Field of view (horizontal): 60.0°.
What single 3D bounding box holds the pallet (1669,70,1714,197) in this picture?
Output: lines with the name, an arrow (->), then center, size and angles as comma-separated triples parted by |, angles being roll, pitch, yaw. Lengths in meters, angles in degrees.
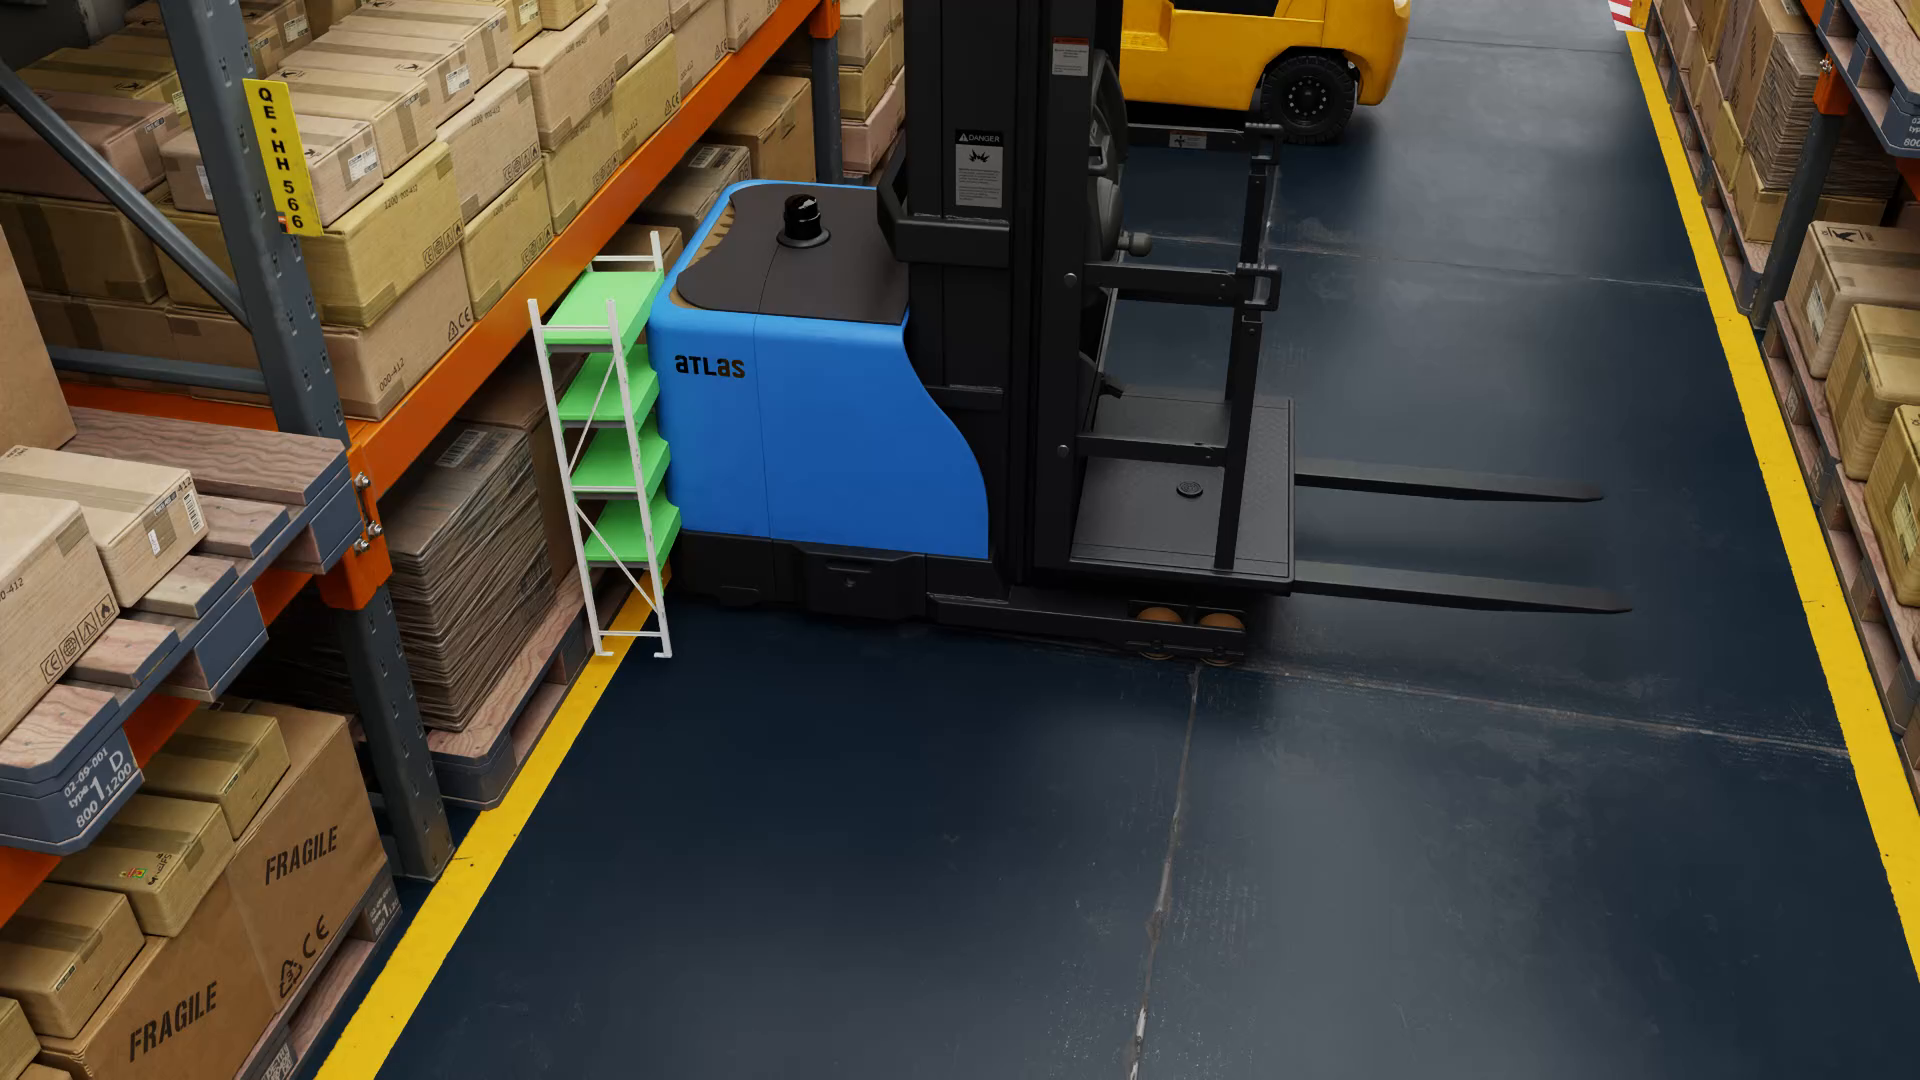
pallet -> 4.186, -2.021, 8.358 | 1.003, 0.211, 1.213 | 7, 37, 10

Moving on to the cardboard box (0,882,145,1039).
cardboard box -> -1.871, 0.815, 3.290 | 0.380, 0.149, 0.250 | 6, 36, 8

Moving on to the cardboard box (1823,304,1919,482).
cardboard box -> 3.559, -0.451, 5.698 | 0.950, 0.372, 0.625 | 10, 37, 13

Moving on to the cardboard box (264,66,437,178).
cardboard box -> -1.474, -0.988, 3.919 | 0.380, 0.149, 0.250 | 8, 37, 11

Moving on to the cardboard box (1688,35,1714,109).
cardboard box -> 4.010, -2.375, 8.456 | 0.500, 0.250, 0.500 | 10, 37, 13

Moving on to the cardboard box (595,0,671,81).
cardboard box -> -1.230, -1.632, 5.147 | 0.500, 0.250, 0.500 | 8, 37, 11

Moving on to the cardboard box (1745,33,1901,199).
cardboard box -> 3.683, -1.792, 7.013 | 0.500, 0.500, 0.500 | 7, 36, 9

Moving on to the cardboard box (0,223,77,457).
cardboard box -> -2.148, -0.321, 3.193 | 0.500, 0.500, 0.500 | 9, 37, 12

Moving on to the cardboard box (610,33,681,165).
cardboard box -> -1.224, -1.430, 5.294 | 0.500, 0.250, 0.500 | 8, 37, 11

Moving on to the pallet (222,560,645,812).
pallet -> -1.672, 0.276, 5.189 | 1.003, 0.211, 1.213 | 7, 37, 10

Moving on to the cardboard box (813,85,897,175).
cardboard box -> -0.605, -1.971, 7.899 | 0.500, 0.250, 0.500 | 8, 37, 10

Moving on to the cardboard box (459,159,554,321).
cardboard box -> -1.440, -0.836, 4.476 | 0.500, 0.250, 0.500 | 7, 36, 9

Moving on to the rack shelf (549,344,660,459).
rack shelf -> -1.023, -0.427, 4.966 | 0.258, 0.148, 0.480 | 1, 33, 6

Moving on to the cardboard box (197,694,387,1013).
cardboard box -> -1.766, 0.726, 3.965 | 0.500, 0.500, 0.500 | 8, 37, 11

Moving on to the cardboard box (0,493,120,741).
cardboard box -> -1.795, 0.151, 2.756 | 0.500, 0.250, 0.500 | 6, 36, 8

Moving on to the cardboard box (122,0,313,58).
cardboard box -> -1.968, -1.355, 4.425 | 0.380, 0.149, 0.250 | 7, 36, 9

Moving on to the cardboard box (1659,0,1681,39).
cardboard box -> 4.231, -2.981, 9.292 | 0.500, 0.250, 0.500 | 7, 37, 10

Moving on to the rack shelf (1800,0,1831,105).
rack shelf -> 4.246, -2.914, 7.828 | 1.077, 0.370, 4.000 | 7, 37, 10

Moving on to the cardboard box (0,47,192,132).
cardboard box -> -2.067, -1.065, 4.025 | 0.380, 0.149, 0.250 | 8, 37, 11

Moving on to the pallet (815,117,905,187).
pallet -> -0.821, -2.000, 8.330 | 1.003, 0.211, 1.213 | 7, 37, 10

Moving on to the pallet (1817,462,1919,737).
pallet -> 3.395, 0.218, 5.269 | 1.003, 0.211, 1.213 | 7, 37, 10

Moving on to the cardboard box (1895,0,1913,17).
cardboard box -> 3.392, -1.850, 5.602 | 0.380, 0.149, 0.250 | 8, 37, 11

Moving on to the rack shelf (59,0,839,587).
rack shelf -> -1.459, -1.241, 5.519 | 1.077, 0.370, 4.000 | 7, 37, 10

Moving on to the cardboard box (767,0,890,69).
cardboard box -> -0.621, -2.378, 7.609 | 0.500, 0.250, 0.500 | 7, 36, 9

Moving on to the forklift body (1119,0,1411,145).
forklift body -> 1.200, -3.313, 8.488 | 2.313, 2.155, 1.214 | 7, 37, 10

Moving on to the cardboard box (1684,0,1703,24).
cardboard box -> 4.119, -2.971, 8.639 | 0.500, 0.500, 0.500 | 6, 36, 8

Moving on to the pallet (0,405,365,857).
pallet -> -1.962, 0.089, 3.234 | 1.213, 0.211, 1.003 | 7, 37, 10

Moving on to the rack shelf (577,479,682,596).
rack shelf -> -1.004, -0.022, 5.223 | 0.258, 0.148, 0.480 | 1, 33, 6

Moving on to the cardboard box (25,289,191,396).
cardboard box -> -2.040, -0.615, 4.170 | 0.500, 0.250, 0.500 | 7, 36, 9

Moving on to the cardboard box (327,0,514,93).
cardboard box -> -1.401, -1.290, 4.335 | 0.380, 0.149, 0.250 | 8, 37, 10

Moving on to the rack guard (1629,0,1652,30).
rack guard -> 4.657, -3.296, 9.872 | 1.175, 0.500, 0.348 | 7, 37, 10

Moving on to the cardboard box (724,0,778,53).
cardboard box -> -0.985, -2.007, 6.092 | 0.500, 0.250, 0.500 | 7, 37, 10

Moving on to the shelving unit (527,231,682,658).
shelving unit -> -1.016, -0.278, 5.061 | 0.258, 1.200, 0.503 | 1, 33, 6

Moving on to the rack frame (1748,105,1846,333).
rack frame -> 3.819, -2.059, 6.035 | 1.000, 3.000, 0.127 | 7, 37, 10

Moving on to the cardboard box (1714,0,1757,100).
cardboard box -> 3.898, -2.376, 7.819 | 0.500, 0.500, 0.500 | 9, 37, 12

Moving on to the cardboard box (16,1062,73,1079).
cardboard box -> -1.992, 1.312, 3.156 | 0.500, 0.500, 0.500 | 9, 37, 12

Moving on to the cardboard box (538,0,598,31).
cardboard box -> -1.264, -1.576, 4.730 | 0.380, 0.149, 0.250 | 8, 37, 11

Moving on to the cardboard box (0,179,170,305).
cardboard box -> -2.061, -0.820, 4.027 | 0.500, 0.250, 0.500 | 8, 37, 11

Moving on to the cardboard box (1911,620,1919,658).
cardboard box -> 3.244, 0.382, 4.549 | 0.950, 0.372, 0.625 | 7, 36, 9

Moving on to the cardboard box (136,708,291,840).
cardboard box -> -1.744, 0.509, 3.711 | 0.380, 0.149, 0.250 | 6, 36, 8

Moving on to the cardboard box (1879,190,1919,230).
cardboard box -> 4.208, -1.420, 7.138 | 0.500, 0.250, 0.500 | 6, 36, 8

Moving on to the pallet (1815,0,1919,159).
pallet -> 3.513, -1.561, 5.511 | 1.003, 0.211, 1.213 | 7, 37, 10

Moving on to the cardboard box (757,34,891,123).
cardboard box -> -0.626, -2.177, 7.756 | 0.500, 0.250, 0.500 | 7, 37, 10

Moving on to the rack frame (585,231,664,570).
rack frame -> -0.994, -0.409, 5.265 | 0.240, 1.200, 0.015 | 1, 33, 6

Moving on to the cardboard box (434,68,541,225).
cardboard box -> -1.444, -1.038, 4.328 | 0.500, 0.250, 0.500 | 8, 37, 11

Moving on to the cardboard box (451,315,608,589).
cardboard box -> -1.607, -0.326, 5.309 | 0.875, 0.625, 0.625 | 8, 37, 11

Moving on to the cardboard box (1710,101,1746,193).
cardboard box -> 3.786, -1.795, 7.655 | 0.500, 0.250, 0.500 | 6, 36, 9

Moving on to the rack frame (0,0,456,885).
rack frame -> -1.886, -0.386, 3.726 | 1.000, 3.000, 0.127 | 7, 37, 10

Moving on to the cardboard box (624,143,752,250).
cardboard box -> -1.305, -1.143, 6.437 | 0.875, 0.625, 0.625 | 7, 37, 9

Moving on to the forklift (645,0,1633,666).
forklift -> 0.615, -1.128, 4.809 | 3.031, 2.935, 1.130 | 5, 36, 7
